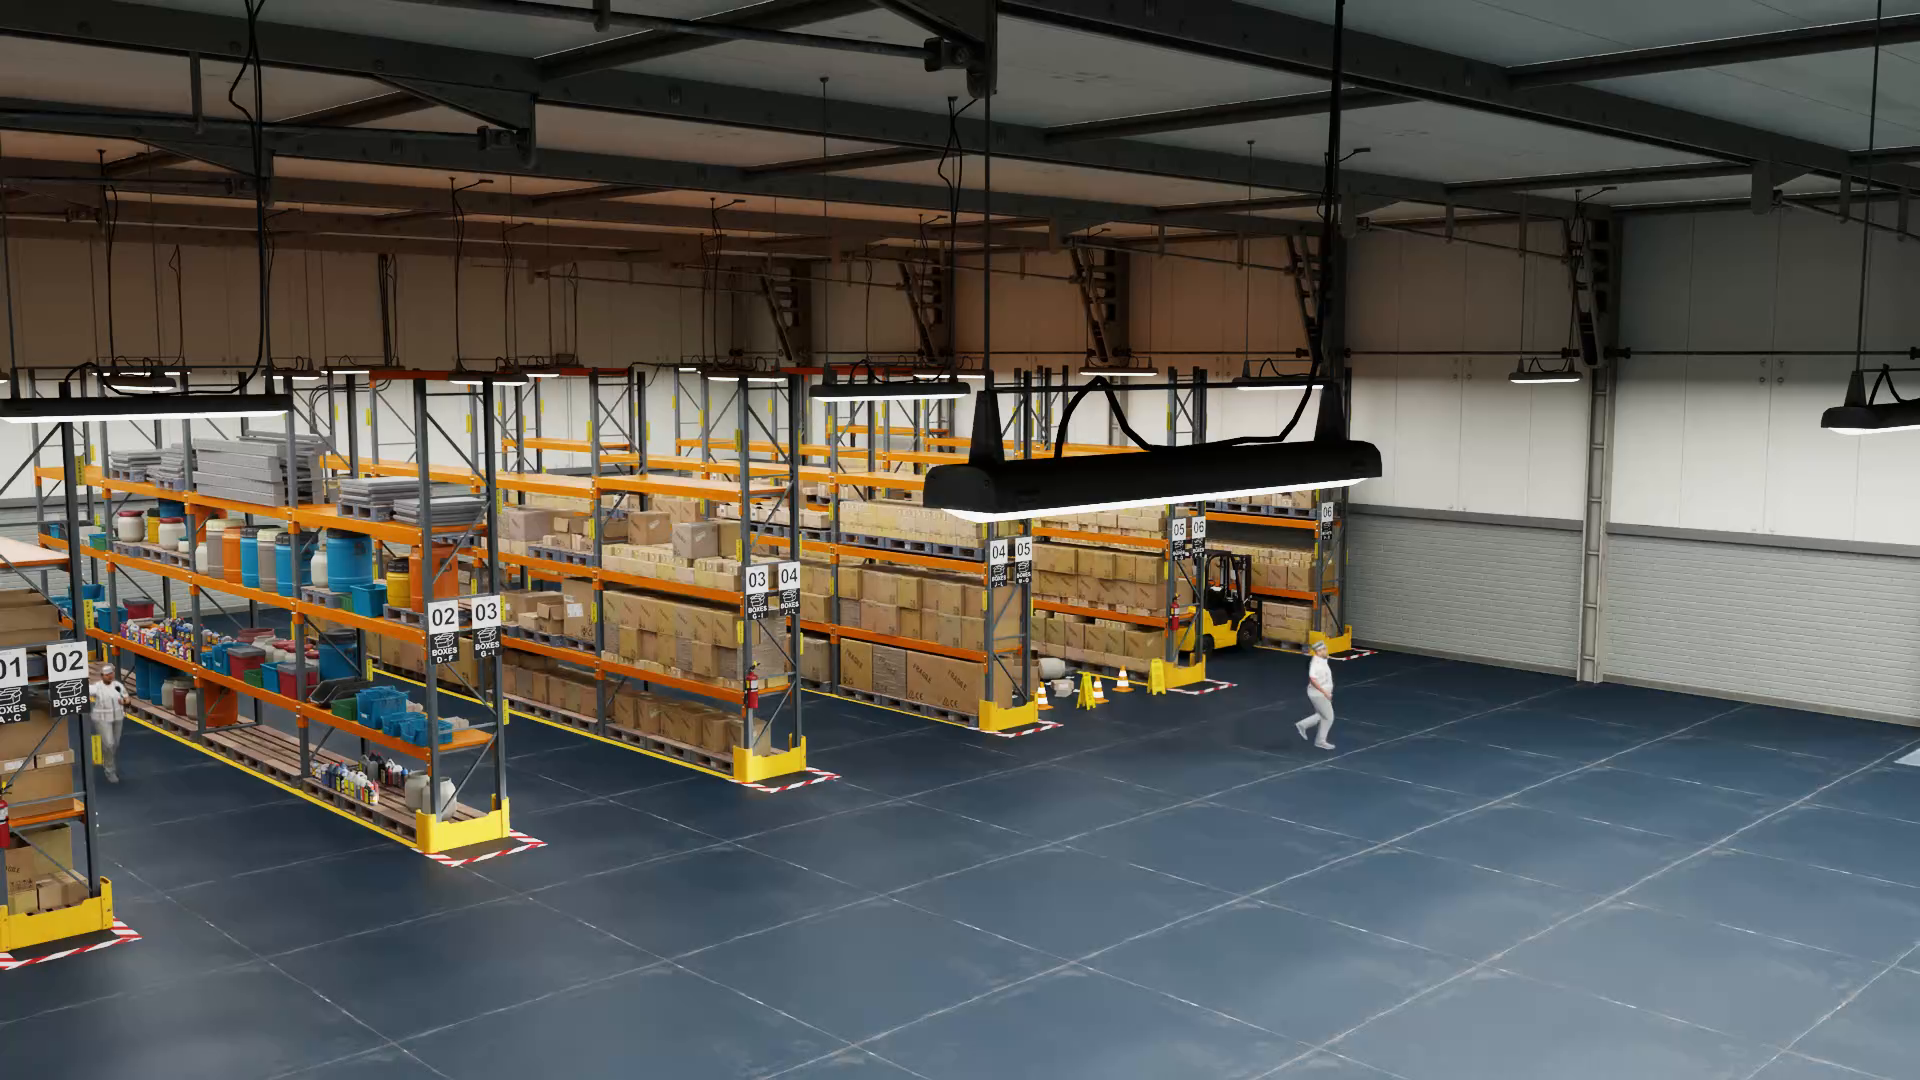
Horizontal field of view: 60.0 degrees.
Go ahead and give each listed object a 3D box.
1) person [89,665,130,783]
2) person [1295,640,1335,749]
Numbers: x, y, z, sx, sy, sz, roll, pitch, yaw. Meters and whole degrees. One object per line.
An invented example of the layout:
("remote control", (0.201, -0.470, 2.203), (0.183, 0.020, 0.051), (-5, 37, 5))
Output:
("person", (-12.674, 2.719, 24.750), (0.751, 1.728, 0.580), (5, 8, 35))
("person", (5.735, 2.465, 26.682), (0.591, 1.766, 0.658), (1, 7, 9))
